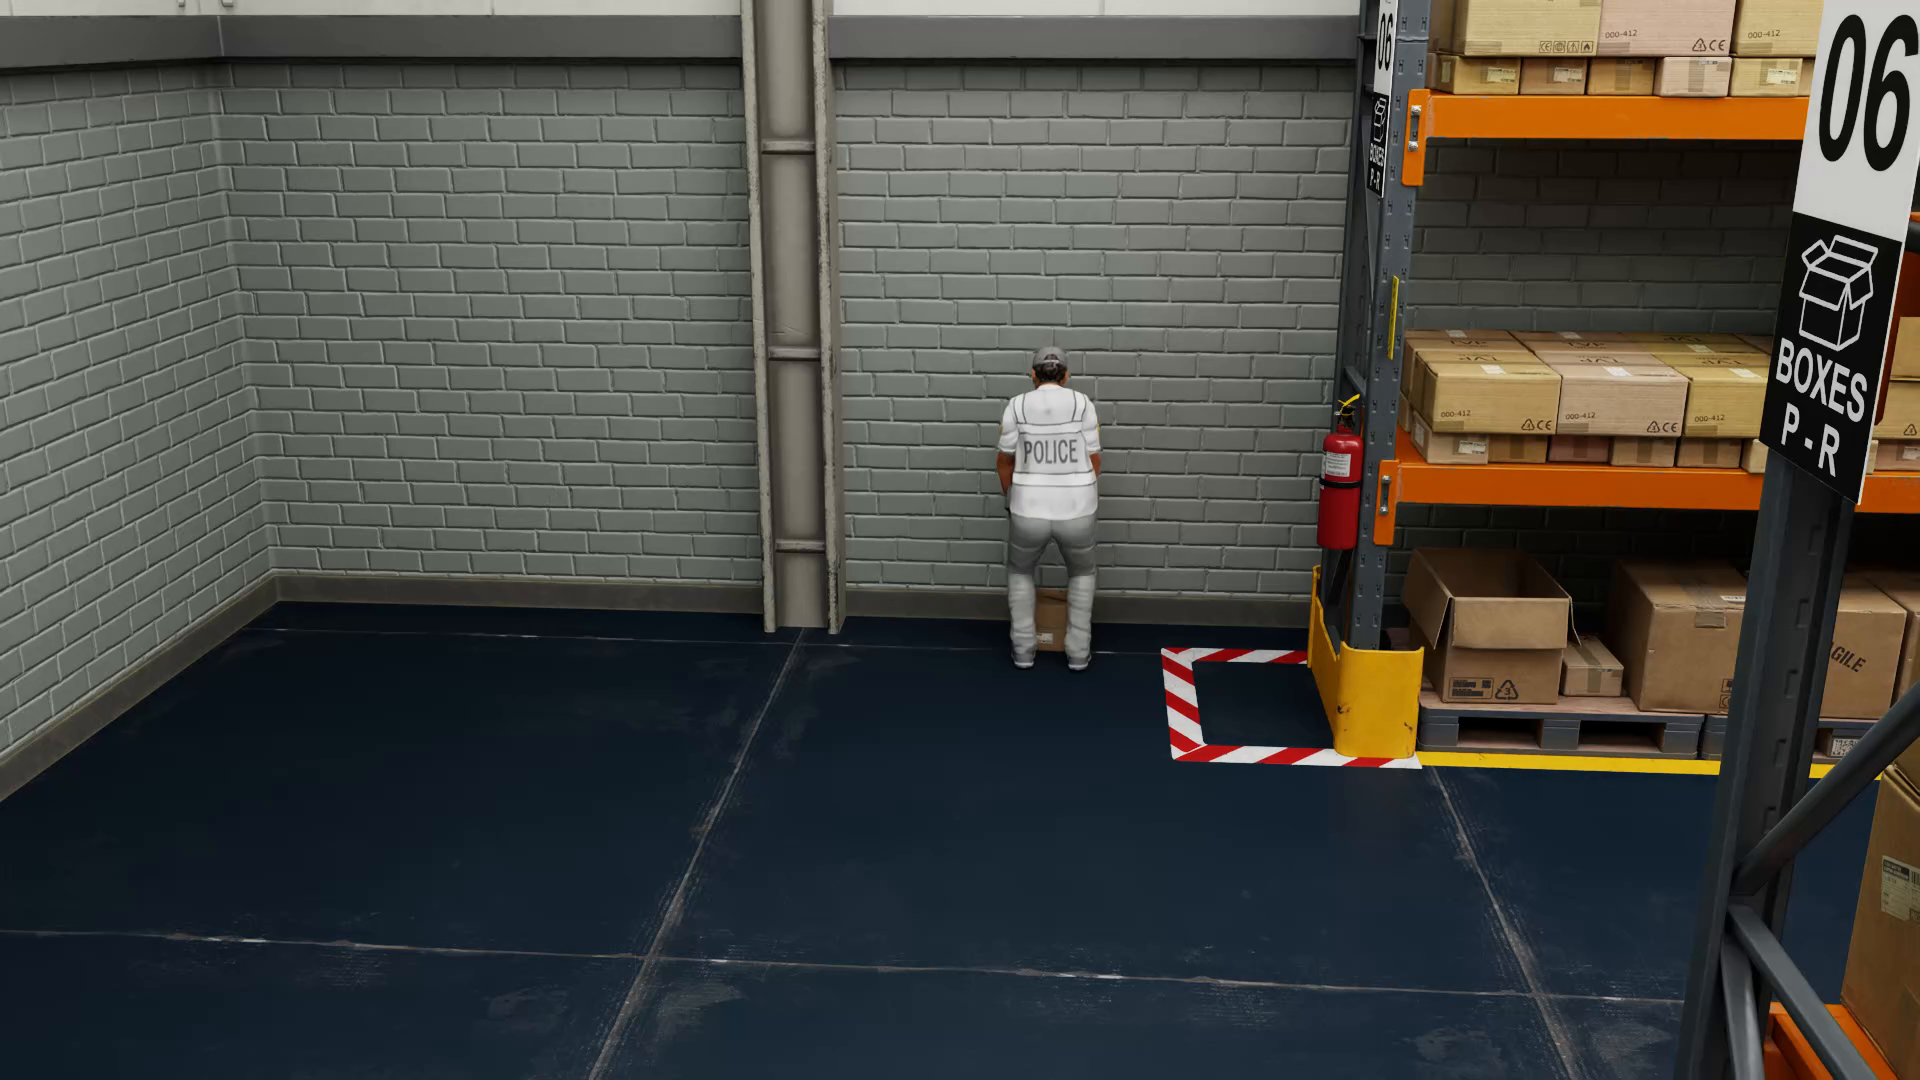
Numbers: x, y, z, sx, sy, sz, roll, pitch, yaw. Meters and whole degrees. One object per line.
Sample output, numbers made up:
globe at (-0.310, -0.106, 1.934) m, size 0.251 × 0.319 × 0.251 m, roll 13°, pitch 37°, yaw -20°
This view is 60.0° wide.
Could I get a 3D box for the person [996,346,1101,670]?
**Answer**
person at (0.428, -0.142, 8.144) m, size 0.507 × 1.587 × 0.532 m, roll 2°, pitch 18°, yaw 5°
